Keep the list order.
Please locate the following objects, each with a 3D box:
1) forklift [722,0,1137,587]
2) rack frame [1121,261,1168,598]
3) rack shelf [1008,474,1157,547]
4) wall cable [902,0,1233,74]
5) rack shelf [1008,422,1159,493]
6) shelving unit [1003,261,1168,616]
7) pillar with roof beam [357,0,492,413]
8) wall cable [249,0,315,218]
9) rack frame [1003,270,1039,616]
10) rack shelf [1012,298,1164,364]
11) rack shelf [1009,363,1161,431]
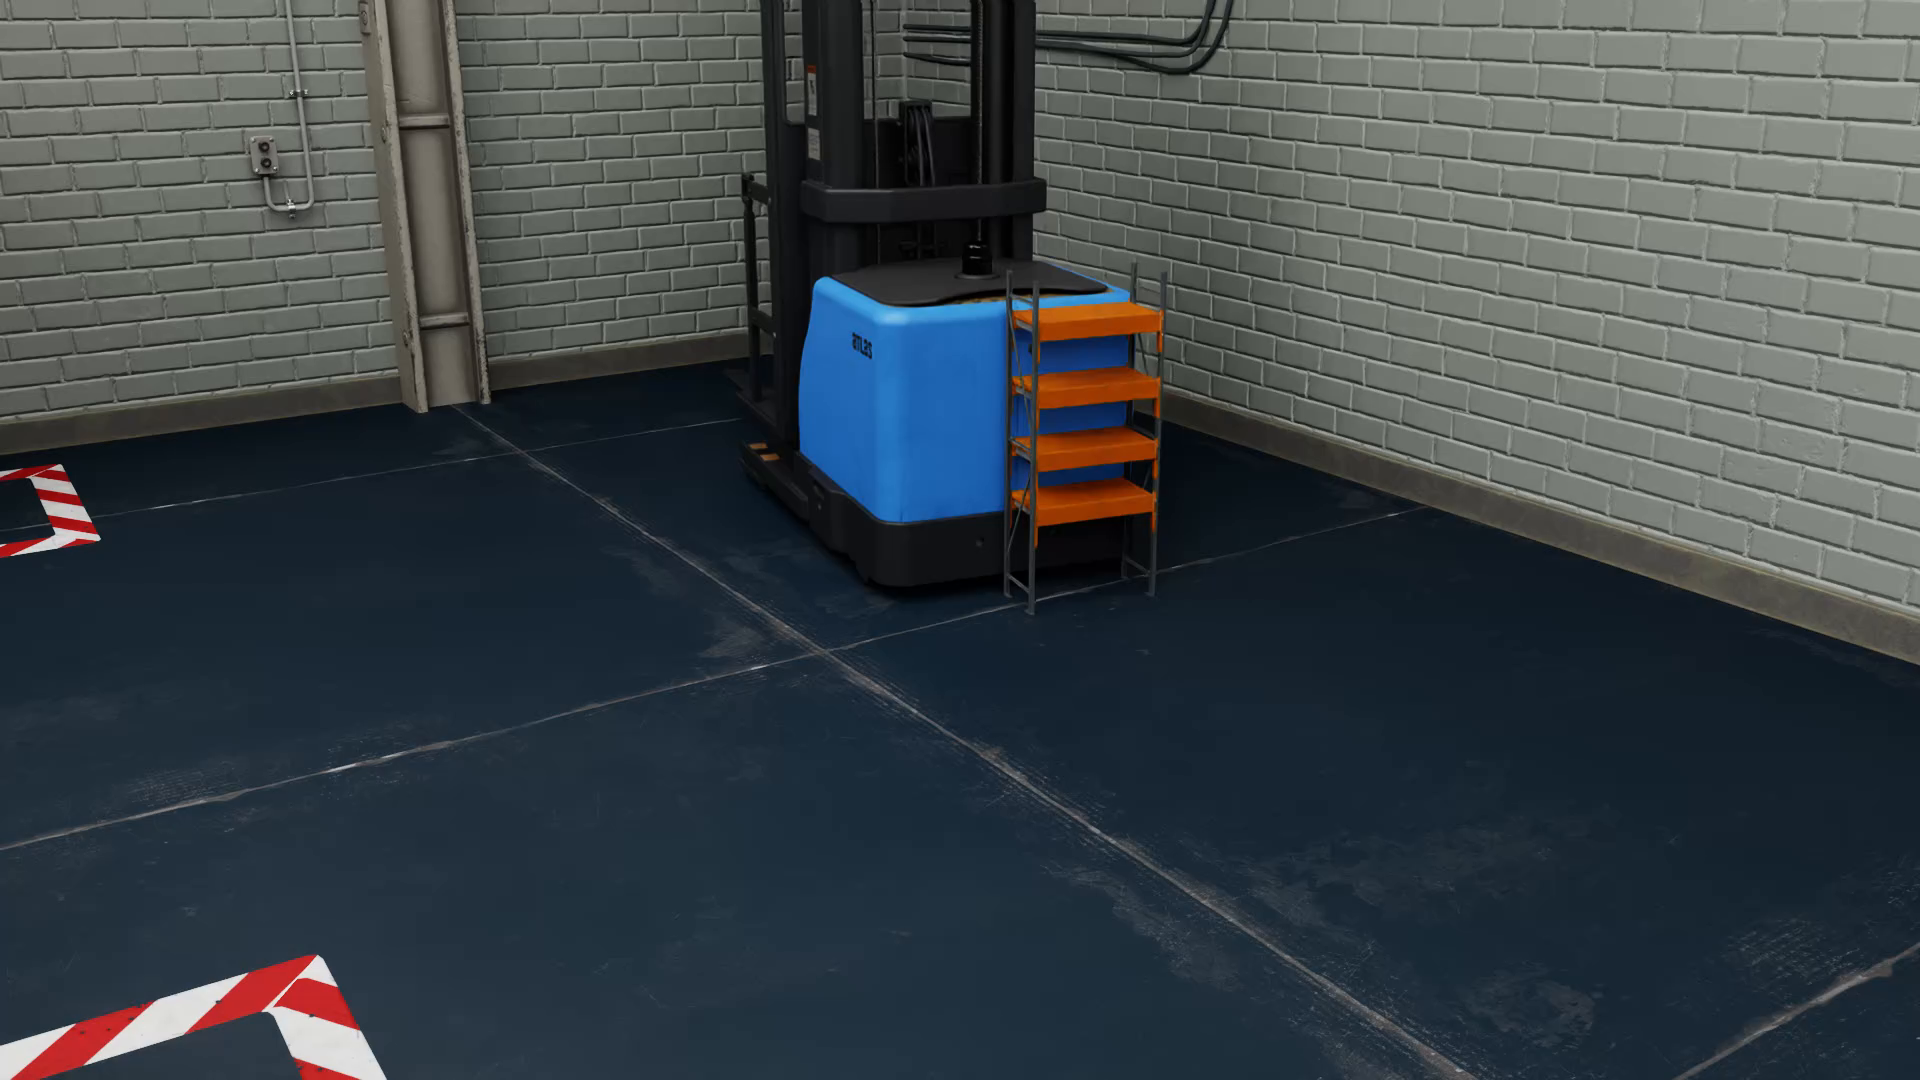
[{"bbox_3d":[-0.355,-1.652,7.056,1.130,2.935,3.031,-7,20,-21],"label":"forklift"},{"bbox_3d":[0.664,-0.392,6.031,0.015,1.200,0.240,-8,20,-21],"label":"rack frame"},{"bbox_3d":[0.439,-0.110,6.027,0.480,0.148,0.258,-8,20,-21],"label":"rack shelf"},{"bbox_3d":[0.381,-3.728,8.568,0.112,2.526,3.097,-12,22,-31],"label":"wall cable"},{"bbox_3d":[0.439,-0.298,5.964,0.480,0.148,0.258,-8,20,-21],"label":"rack shelf"},{"bbox_3d":[0.439,-0.362,5.942,0.503,1.200,0.258,-8,20,-21],"label":"shelving unit"},{"bbox_3d":[-0.392,-3.853,4.092,0.400,9.000,9.100,-12,22,-31],"label":"pillar with roof beam"},{"bbox_3d":[-3.990,-2.416,7.621,1.851,1.984,0.084,-12,22,-31],"label":"wall cable"},{"bbox_3d":[0.213,-0.332,5.854,0.015,1.200,0.240,-8,20,-21],"label":"rack frame"},{"bbox_3d":[0.439,-0.734,5.816,0.480,0.148,0.258,-8,20,-21],"label":"rack shelf"},{"bbox_3d":[0.439,-0.510,5.892,0.480,0.148,0.258,-8,20,-21],"label":"rack shelf"}]
